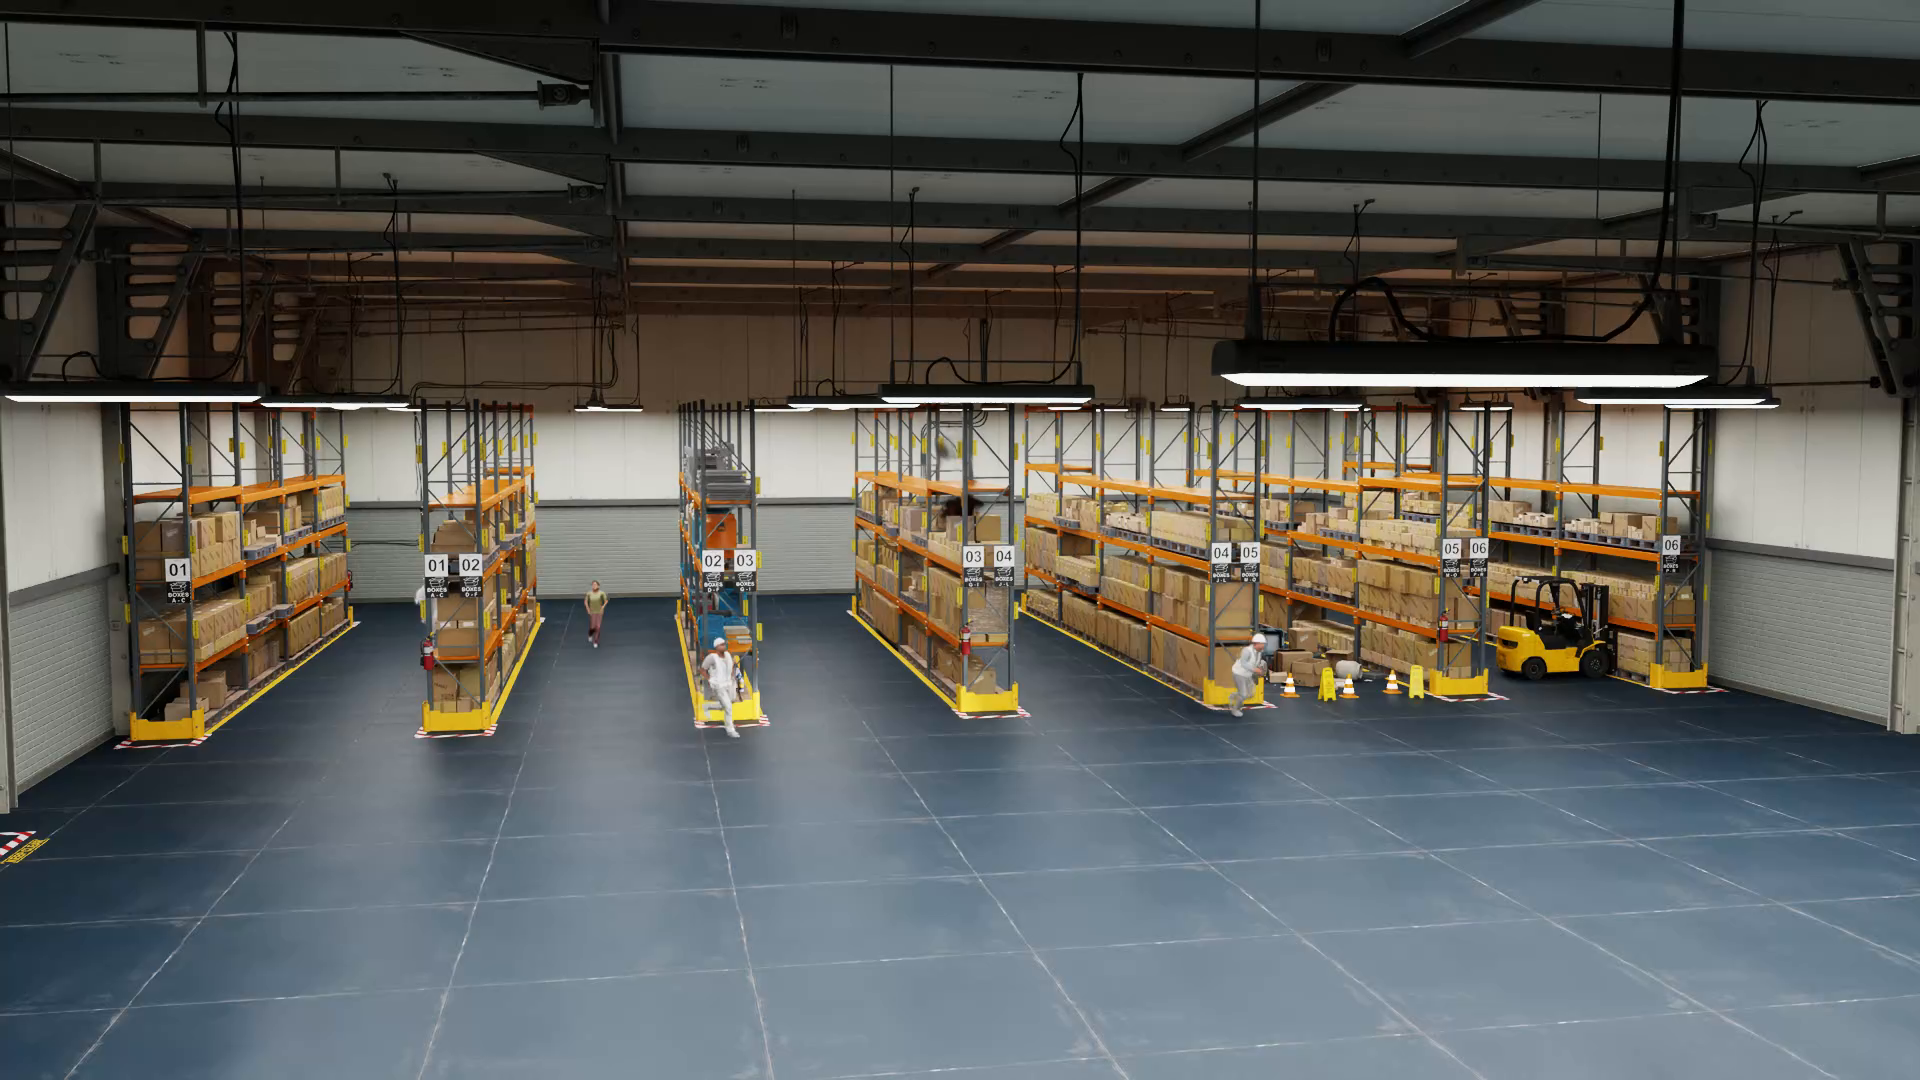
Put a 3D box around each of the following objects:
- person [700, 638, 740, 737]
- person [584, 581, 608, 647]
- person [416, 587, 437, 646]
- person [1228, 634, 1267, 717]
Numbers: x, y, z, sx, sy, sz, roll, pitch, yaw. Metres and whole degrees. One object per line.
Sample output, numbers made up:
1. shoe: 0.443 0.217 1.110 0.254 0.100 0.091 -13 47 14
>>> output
1. person: -4.315 2.628 29.812 0.956 1.763 0.666 3 5 31
2. person: -8.981 1.817 41.087 0.574 1.639 0.583 -1 4 -12
3. person: -12.933 1.795 40.670 0.717 1.804 0.968 -1 4 -11
4. person: 5.453 2.550 31.487 0.840 1.597 0.679 4 6 41
